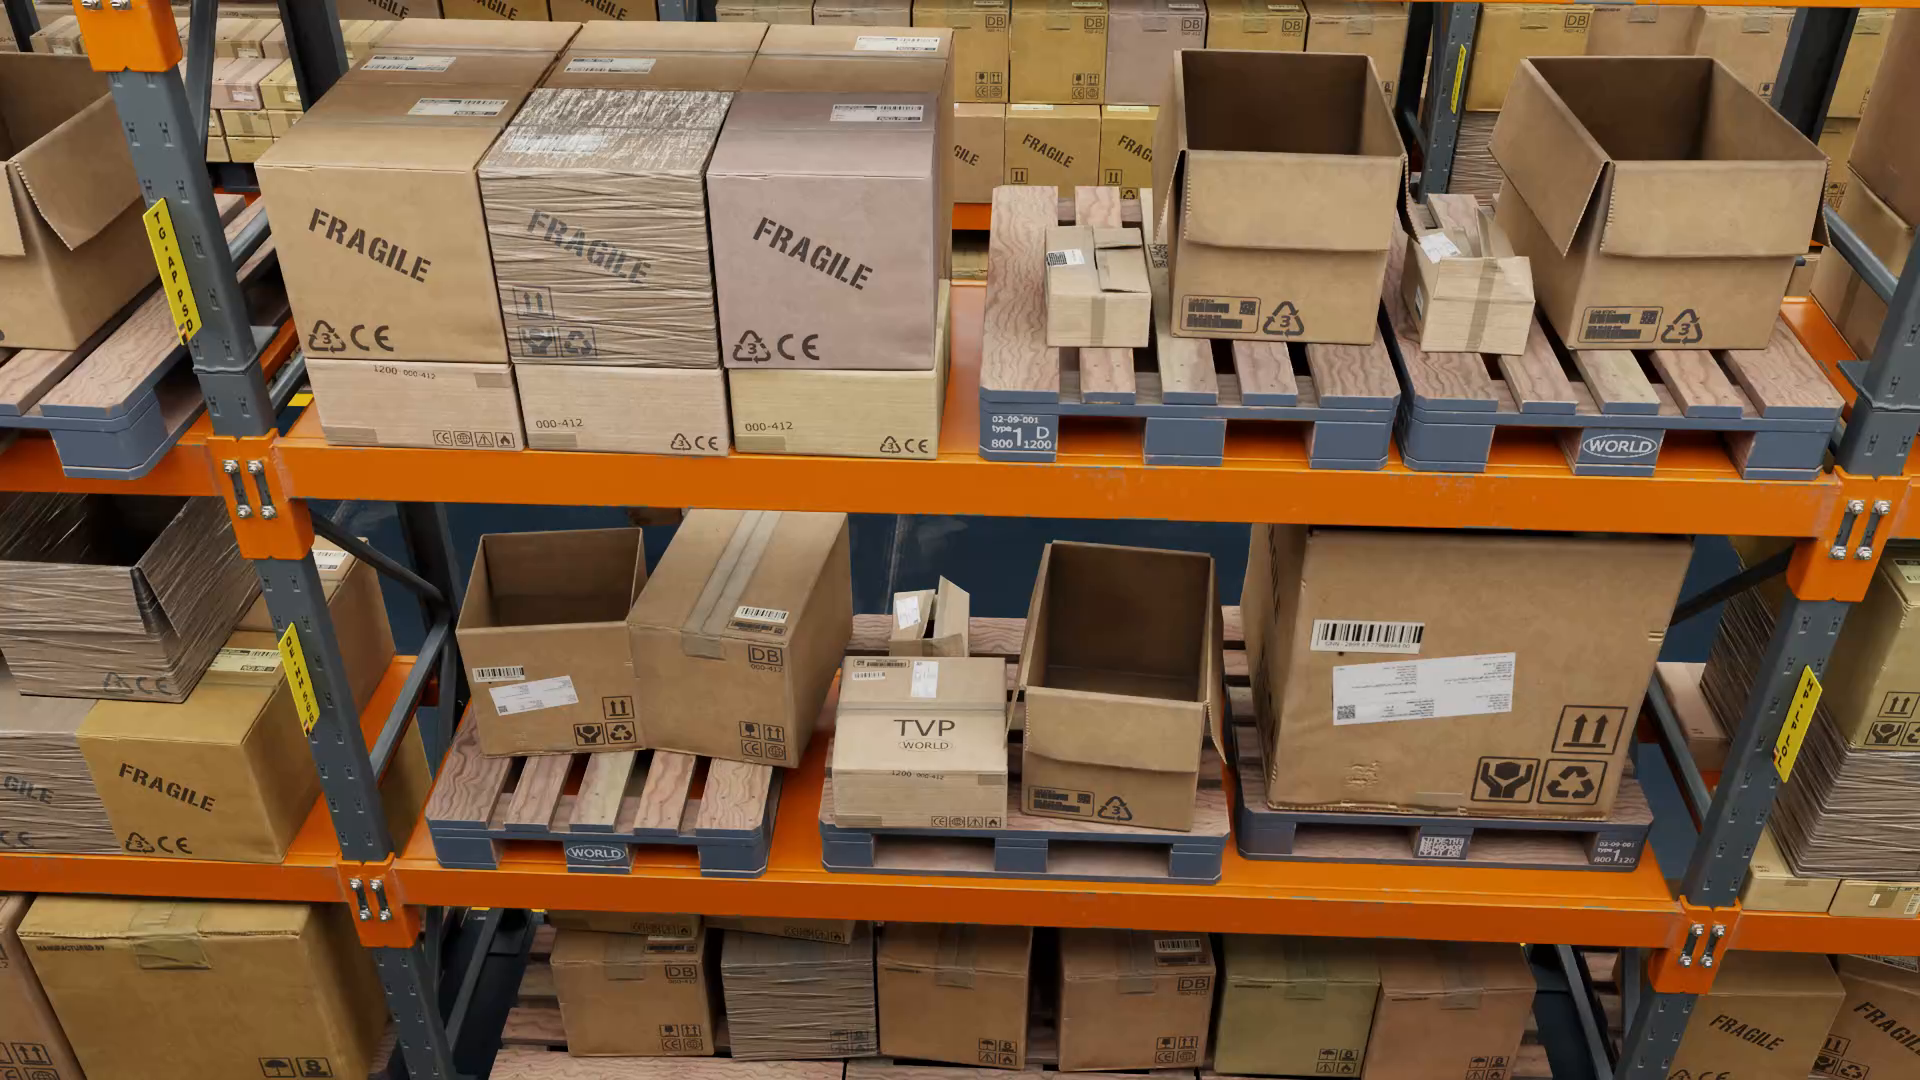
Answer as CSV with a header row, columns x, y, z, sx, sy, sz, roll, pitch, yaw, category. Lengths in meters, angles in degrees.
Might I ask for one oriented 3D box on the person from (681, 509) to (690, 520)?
x,y,z,sx,sy,sz,roll,pitch,yaw,category
-1.216,-0.503,7.841,0.424,1.778,0.589,0,35,1,person
